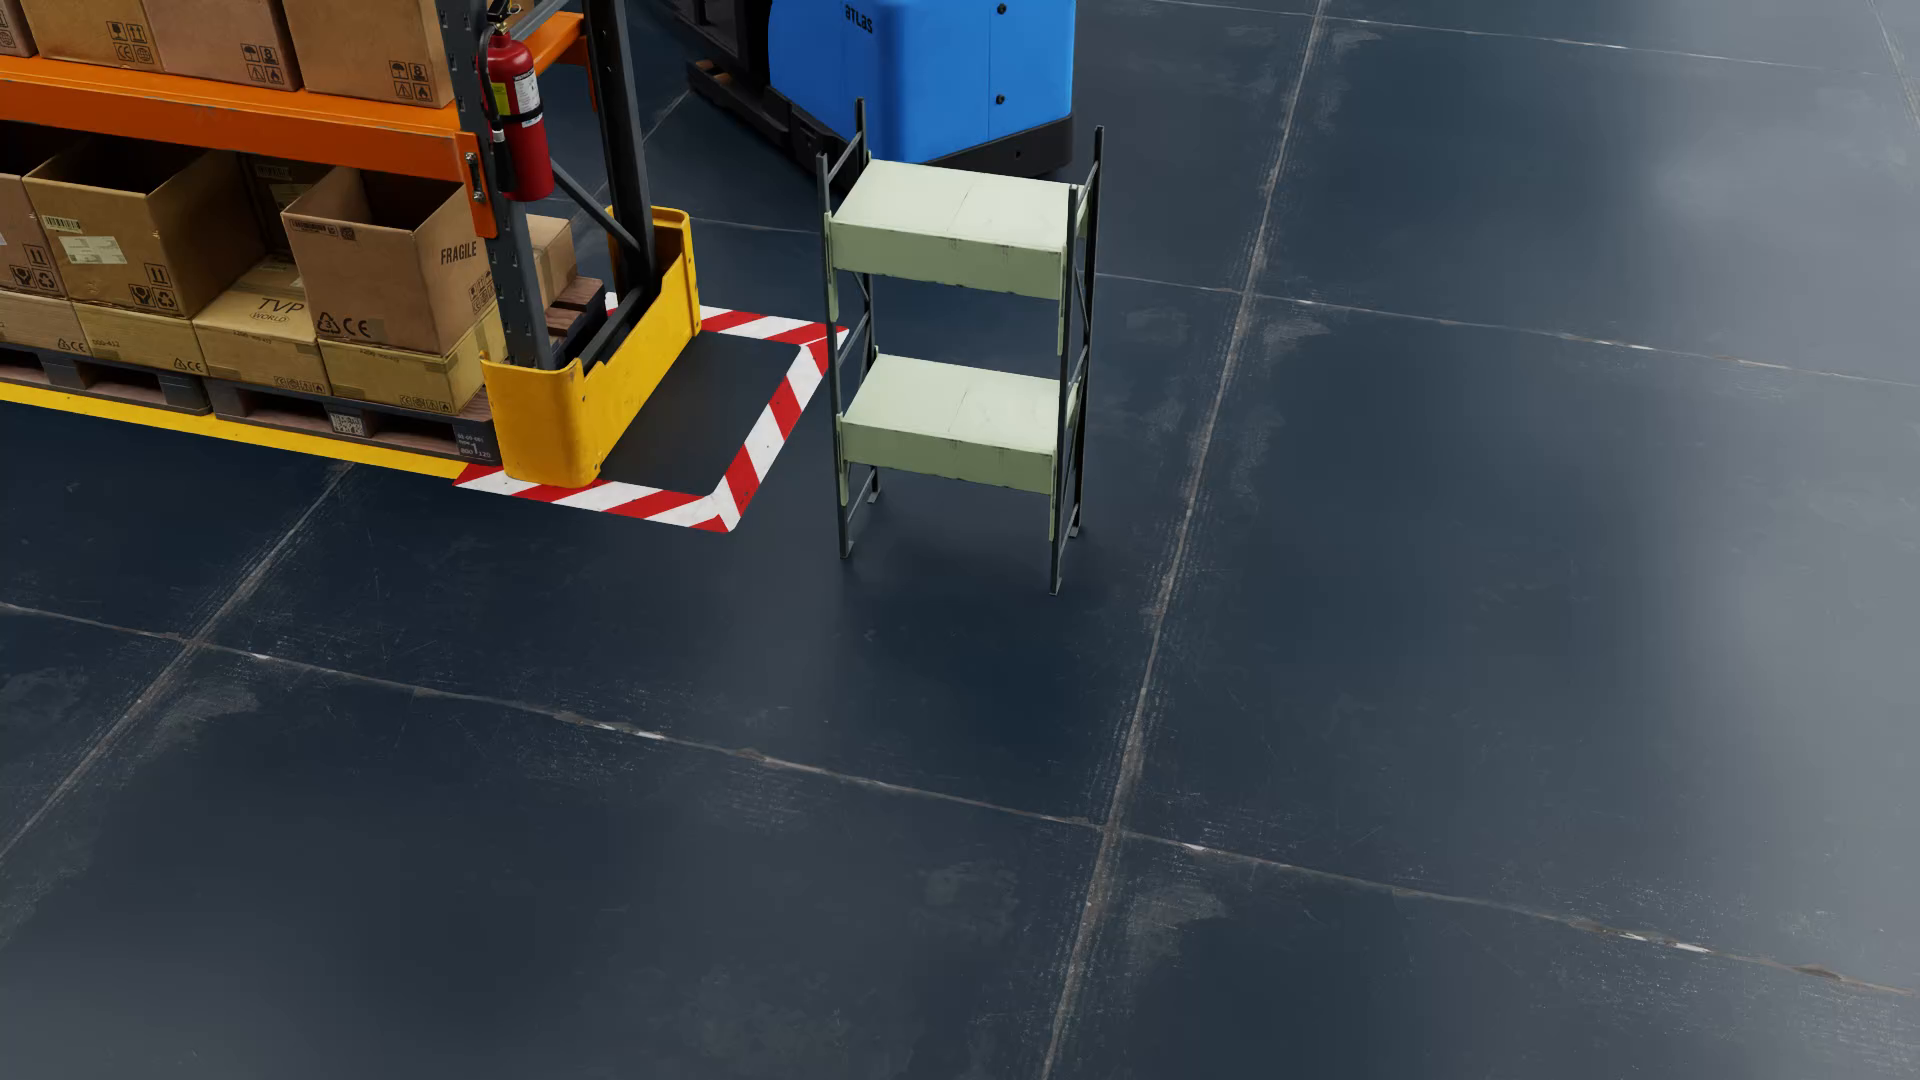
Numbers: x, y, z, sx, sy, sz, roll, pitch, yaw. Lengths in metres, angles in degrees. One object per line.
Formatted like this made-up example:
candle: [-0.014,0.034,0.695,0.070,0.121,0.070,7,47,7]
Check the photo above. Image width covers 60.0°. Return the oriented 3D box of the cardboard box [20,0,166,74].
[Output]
cardboard box: [-2.814,-2.012,5.736,0.500,0.500,0.700,10,41,12]

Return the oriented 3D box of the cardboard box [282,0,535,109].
cardboard box: [-1.828,-1.842,5.533,0.500,0.500,0.700,10,41,11]

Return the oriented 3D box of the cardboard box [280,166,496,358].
cardboard box: [-1.975,-1.017,5.857,0.500,0.500,0.500,10,41,11]

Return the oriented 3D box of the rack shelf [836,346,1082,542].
rack shelf: [0.006,-0.324,5.476,0.720,0.370,0.431,10,41,11]

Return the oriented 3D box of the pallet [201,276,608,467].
pallet: [-2.129,-0.751,6.480,1.213,0.211,1.003,10,41,11]

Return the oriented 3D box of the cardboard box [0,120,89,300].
cardboard box: [-3.427,-1.258,6.144,0.500,0.500,0.500,10,41,11]

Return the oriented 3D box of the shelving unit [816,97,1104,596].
shelving unit: [0.006,-0.573,5.266,0.755,1.500,0.431,10,41,11]

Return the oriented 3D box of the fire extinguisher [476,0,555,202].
fire extinguisher: [-1.386,-1.380,5.121,0.183,0.674,0.296,10,41,11]

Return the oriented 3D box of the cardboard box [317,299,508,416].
cardboard box: [-1.974,-0.731,6.100,0.500,0.250,0.500,10,41,11]

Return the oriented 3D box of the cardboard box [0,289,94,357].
cardboard box: [-3.426,-0.973,6.388,0.500,0.250,0.500,10,41,11]

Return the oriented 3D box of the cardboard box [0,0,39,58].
cardboard box: [-3.324,-2.097,5.837,0.500,0.500,0.700,11,41,13]

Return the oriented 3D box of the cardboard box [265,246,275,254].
cardboard box: [-2.807,-1.217,6.679,0.500,0.250,0.500,10,41,11]

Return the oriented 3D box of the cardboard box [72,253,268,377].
cardboard box: [-2.944,-0.889,6.288,0.500,0.250,0.500,10,41,11]

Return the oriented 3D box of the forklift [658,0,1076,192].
forklift: [-0.725,-3.444,7.572,1.130,2.935,3.031,-24,46,-26]

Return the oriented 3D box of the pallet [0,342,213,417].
pallet: [-3.304,-0.955,6.723,1.213,0.211,1.003,10,41,11]

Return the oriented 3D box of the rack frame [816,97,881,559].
rack frame: [-0.347,-0.634,5.339,0.023,1.500,0.400,10,41,11]

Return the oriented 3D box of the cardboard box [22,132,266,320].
cardboard box: [-2.945,-1.174,6.044,0.500,0.500,0.500,10,41,11]

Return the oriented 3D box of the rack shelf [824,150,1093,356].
rack shelf: [0.006,-0.872,5.015,0.720,0.370,0.431,10,41,11]

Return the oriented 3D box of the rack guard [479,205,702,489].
rack guard: [-1.357,-0.757,6.262,0.348,0.500,1.175,10,41,11]

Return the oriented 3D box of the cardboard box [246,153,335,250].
cardboard box: [-2.324,-1.422,6.339,0.500,0.500,0.500,10,41,11]

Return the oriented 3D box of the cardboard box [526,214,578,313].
cardboard box: [-1.840,-1.053,6.483,0.500,0.250,0.500,10,41,11]

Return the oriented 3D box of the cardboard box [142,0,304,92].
cardboard box: [-2.336,-1.926,5.633,0.500,0.500,0.700,11,41,13]

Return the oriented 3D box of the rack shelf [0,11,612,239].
rack shelf: [-3.312,-1.775,6.090,4.000,0.370,1.077,10,41,11]

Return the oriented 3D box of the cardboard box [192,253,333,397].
cardboard box: [-2.460,-0.807,6.190,0.500,0.250,0.500,10,41,11]

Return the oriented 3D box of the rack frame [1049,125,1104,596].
rack frame: [0.360,-0.512,5.194,0.023,1.500,0.400,10,41,11]

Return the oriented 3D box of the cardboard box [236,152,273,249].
cardboard box: [-2.810,-1.497,6.429,0.500,0.500,0.500,10,41,11]

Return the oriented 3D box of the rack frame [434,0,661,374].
rack frame: [-1.380,-1.718,5.463,0.127,3.000,1.000,10,41,11]

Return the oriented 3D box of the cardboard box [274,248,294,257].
cardboard box: [-2.324,-1.134,6.579,0.500,0.250,0.500,10,41,11]
